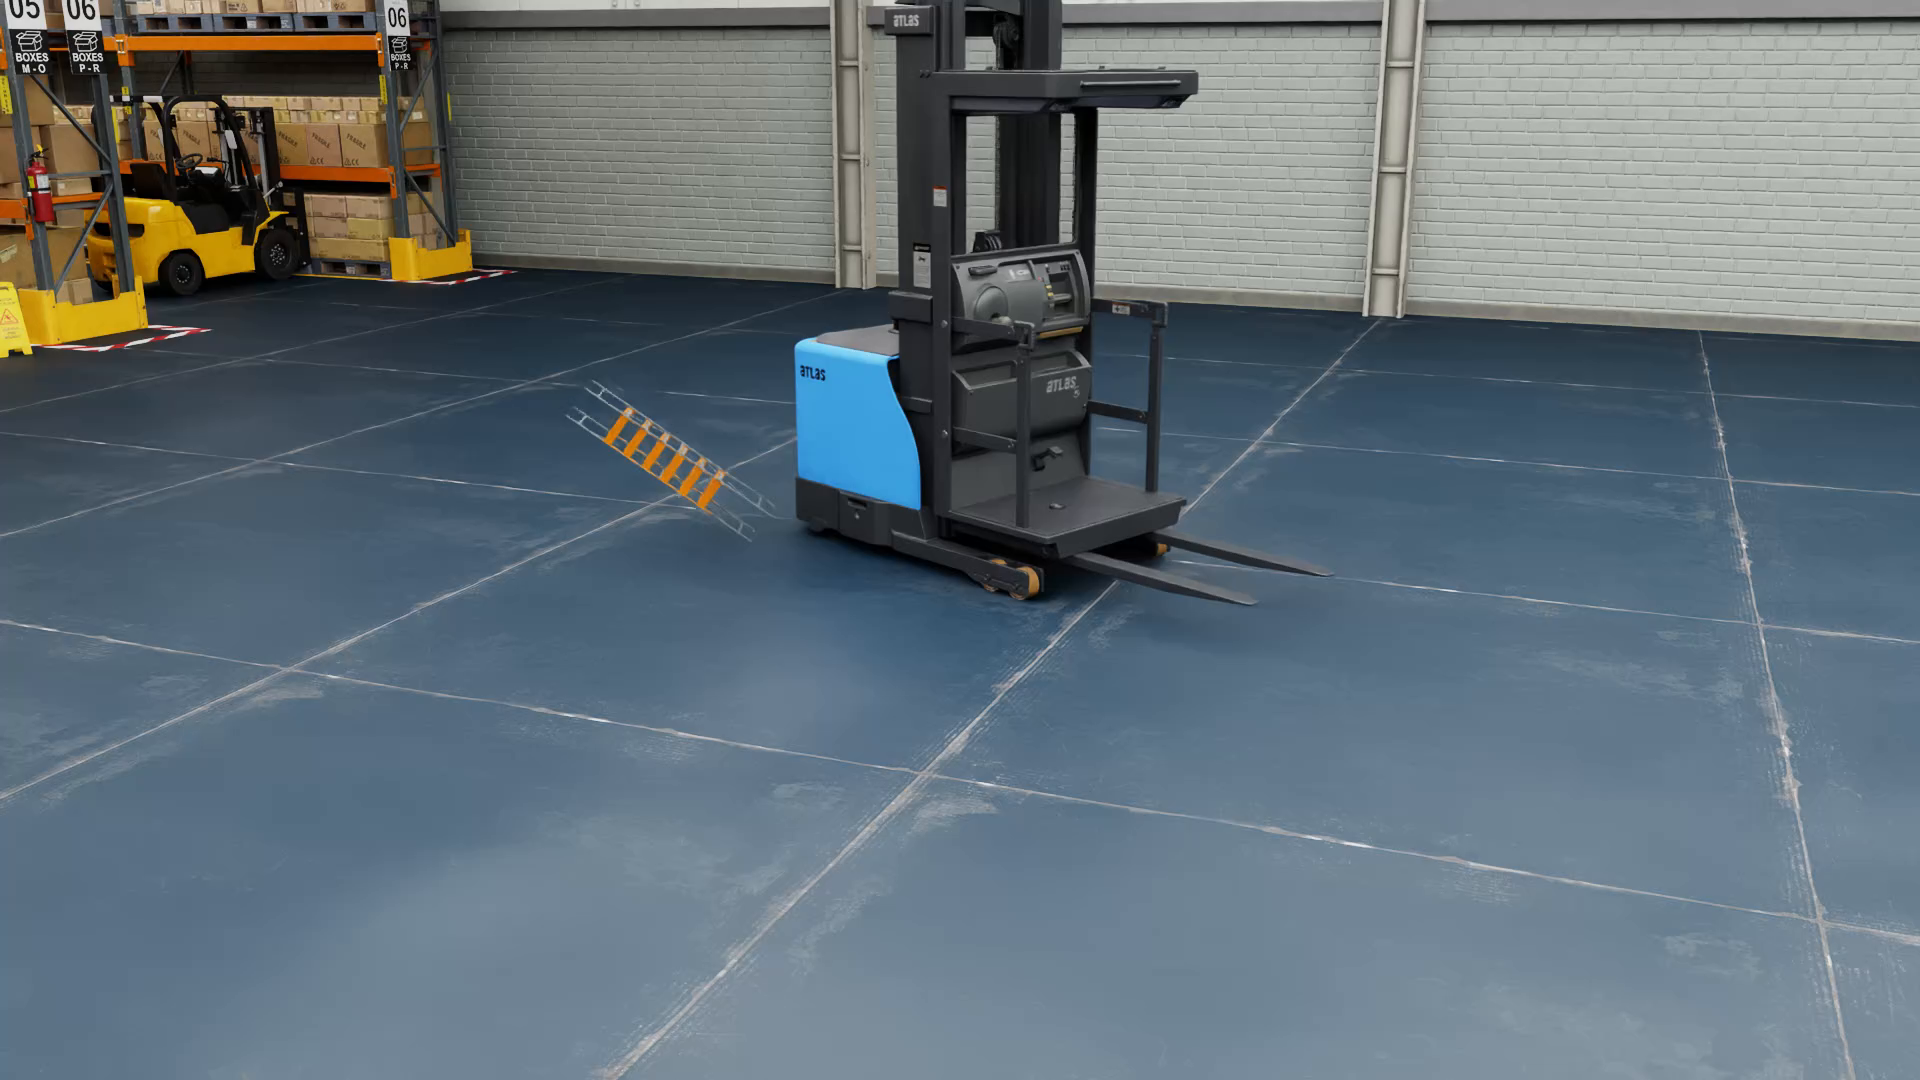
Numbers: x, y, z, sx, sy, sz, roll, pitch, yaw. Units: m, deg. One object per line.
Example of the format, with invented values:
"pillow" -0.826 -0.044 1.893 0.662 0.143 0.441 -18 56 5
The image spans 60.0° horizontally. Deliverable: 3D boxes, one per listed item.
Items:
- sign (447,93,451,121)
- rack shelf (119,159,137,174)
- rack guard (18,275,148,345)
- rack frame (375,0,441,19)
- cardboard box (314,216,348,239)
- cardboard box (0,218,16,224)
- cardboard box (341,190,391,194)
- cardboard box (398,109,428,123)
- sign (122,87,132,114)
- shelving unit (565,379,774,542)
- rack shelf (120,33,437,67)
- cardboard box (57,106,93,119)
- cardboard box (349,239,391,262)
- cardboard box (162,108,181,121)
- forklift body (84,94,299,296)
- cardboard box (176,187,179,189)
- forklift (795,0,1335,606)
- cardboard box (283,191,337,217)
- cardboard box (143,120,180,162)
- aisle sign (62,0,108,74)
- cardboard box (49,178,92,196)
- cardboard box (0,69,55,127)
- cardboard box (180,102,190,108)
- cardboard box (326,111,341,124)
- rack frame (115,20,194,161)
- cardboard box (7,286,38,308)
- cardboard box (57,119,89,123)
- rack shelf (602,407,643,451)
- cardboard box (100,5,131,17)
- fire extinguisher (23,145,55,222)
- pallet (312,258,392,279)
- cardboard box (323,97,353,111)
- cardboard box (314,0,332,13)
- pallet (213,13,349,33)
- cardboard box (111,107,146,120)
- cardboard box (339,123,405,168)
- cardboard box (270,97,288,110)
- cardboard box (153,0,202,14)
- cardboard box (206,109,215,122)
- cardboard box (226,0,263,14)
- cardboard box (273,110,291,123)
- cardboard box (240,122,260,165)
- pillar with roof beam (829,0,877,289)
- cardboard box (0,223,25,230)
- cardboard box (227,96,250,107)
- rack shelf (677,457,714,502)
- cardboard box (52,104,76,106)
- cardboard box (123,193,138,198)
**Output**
"sign" -6.257 -5.286 20.305 0.005 0.325 0.100 6 17 21
"rack shelf" -12.048 -4.957 22.158 4.000 0.370 1.077 6 17 21
"rack guard" -8.355 -2.208 15.883 0.348 0.500 1.175 6 17 21
"rack frame" -6.467 -7.569 19.107 0.127 3.000 1.000 6 17 21
"cardboard box" -7.497 -3.833 20.277 0.500 0.250 0.500 6 17 20
"cardboard box" -12.723 -4.436 22.579 0.625 0.625 0.875 7 18 22
"cardboard box" -7.310 -4.198 20.640 0.500 0.250 0.500 6 17 21
"cardboard box" -6.687 -5.150 20.190 0.250 0.149 0.380 6 17 19
"sign" -10.378 -5.474 20.714 0.005 0.325 0.100 6 17 21
"shelving unit" -1.575 -0.431 9.089 1.200 0.189 0.258 35 12 -11
"rack shelf" -8.327 -5.988 20.330 4.000 0.370 1.077 6 17 21
"cardboard box" -11.335 -5.487 21.352 0.250 0.149 0.380 6 17 19
"cardboard box" -7.020 -3.536 20.151 0.500 0.250 0.500 6 17 21
"cardboard box" -9.746 -5.330 20.811 0.250 0.149 0.380 7 17 22
"forklift body" -8.900 -4.002 19.100 1.214 2.155 2.313 6 17 21
"cardboard box" -9.853 -4.328 21.087 0.500 0.250 0.500 6 17 20
"forklift" 0.470 -1.273 8.301 1.130 2.935 3.031 -15 22 -42
"cardboard box" -7.960 -4.116 20.356 0.500 0.250 0.500 7 17 21
"cardboard box" -9.871 -5.033 20.949 0.500 0.500 0.500 6 17 19
"aisle sign" -8.113 -4.723 15.400 0.004 0.787 0.394 6 17 21
"cardboard box" -8.524 -3.368 15.847 0.250 0.149 0.380 6 17 21
"cardboard box" -8.840 -4.067 15.298 0.500 0.500 0.700 6 17 19
"cardboard box" -9.483 -5.463 20.736 0.250 0.149 0.380 6 17 20
"cardboard box" -7.360 -5.072 19.920 0.250 0.149 0.380 7 17 22
"rack frame" -10.188 -5.098 21.353 0.127 3.000 1.000 6 17 21
"cardboard box" -9.157 -2.297 15.885 0.500 0.250 0.500 6 17 20
"cardboard box" -11.219 -5.300 21.423 0.500 0.250 0.500 6 17 19
"rack shelf" -1.828 -0.609 9.029 0.103 0.180 0.258 35 12 -11
"cardboard box" -10.905 -6.805 21.371 0.250 0.149 0.380 6 17 21
"fire extinguisher" -8.347 -3.232 15.066 0.183 0.674 0.296 6 17 21
"pallet" -7.193 -3.417 20.564 1.213 0.211 1.003 6 17 21
"cardboard box" -7.371 -5.210 19.862 0.250 0.149 0.380 7 17 22
"cardboard box" -7.349 -6.264 19.508 0.250 0.149 0.380 6 17 19
"pallet" -8.254 -6.290 20.238 1.213 0.211 1.003 6 17 21
"cardboard box" -10.587 -5.434 21.170 0.250 0.149 0.380 7 18 23
"cardboard box" -7.021 -4.719 19.868 0.500 0.500 0.500 6 17 19
"cardboard box" -8.101 -5.277 20.095 0.250 0.149 0.380 7 17 22
"cardboard box" -9.503 -6.597 20.364 0.500 0.311 0.500 7 17 22
"cardboard box" -9.048 -5.239 20.497 0.250 0.149 0.380 6 17 20
"cardboard box" -8.414 -6.611 20.067 0.637 0.503 0.797 7 18 22
"cardboard box" -8.094 -5.136 20.141 0.250 0.149 0.380 6 17 21
"cardboard box" -8.449 -4.875 20.407 0.500 0.500 0.500 6 17 21
"pillar with roof beam" -2.782 -6.144 14.197 0.400 9.000 9.100 6 17 21
"cardboard box" -9.444 -2.851 16.447 0.500 0.500 0.500 6 17 19
"cardboard box" -8.773 -5.379 20.446 0.250 0.149 0.380 6 17 20
"rack shelf" -1.443 -0.338 9.121 0.103 0.180 0.258 35 12 -11
"cardboard box" -11.837 -5.717 22.143 0.250 0.149 0.380 6 17 21
"cardboard box" -10.677 -4.209 21.799 0.625 0.625 0.875 7 18 23
